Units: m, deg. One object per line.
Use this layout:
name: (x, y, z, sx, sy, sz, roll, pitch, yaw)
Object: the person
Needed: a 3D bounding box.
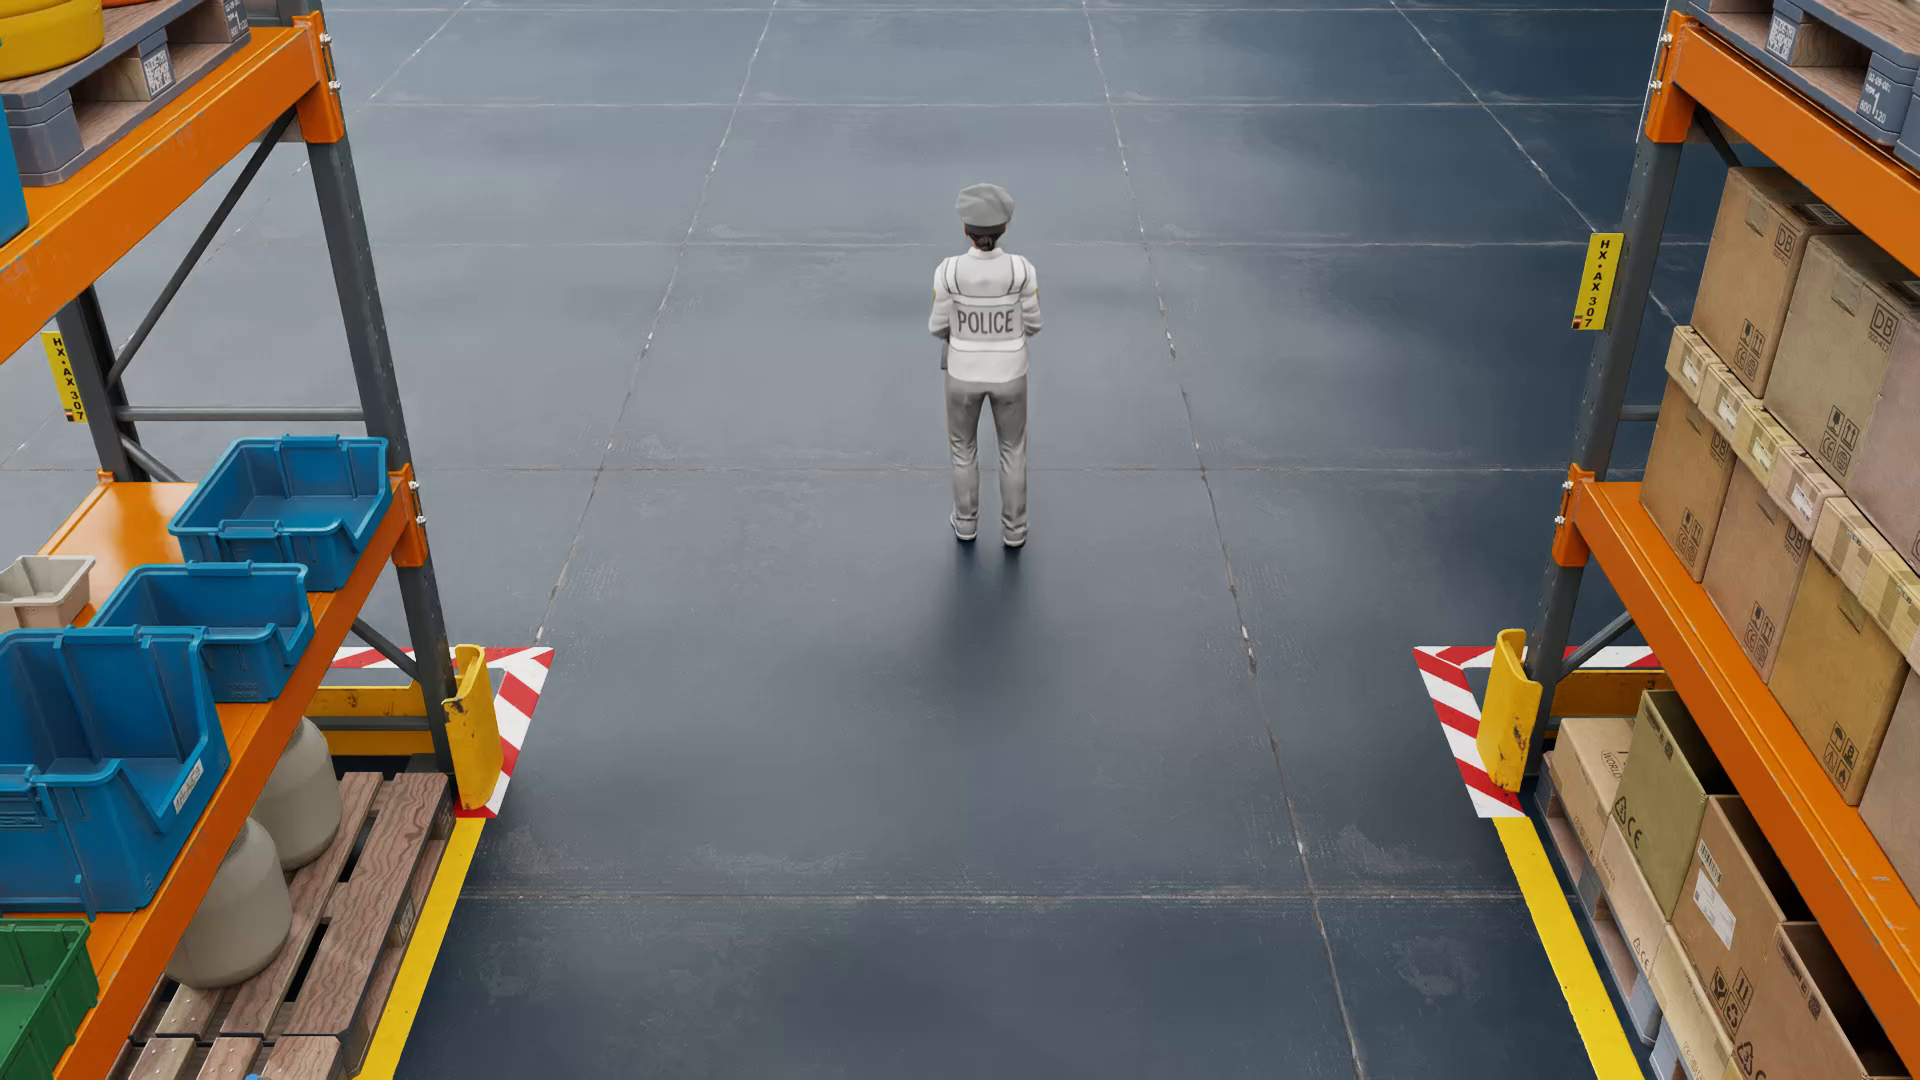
person: (0.109, -0.770, 7.351, 0.489, 1.692, 0.489, 0, 32, -1)
